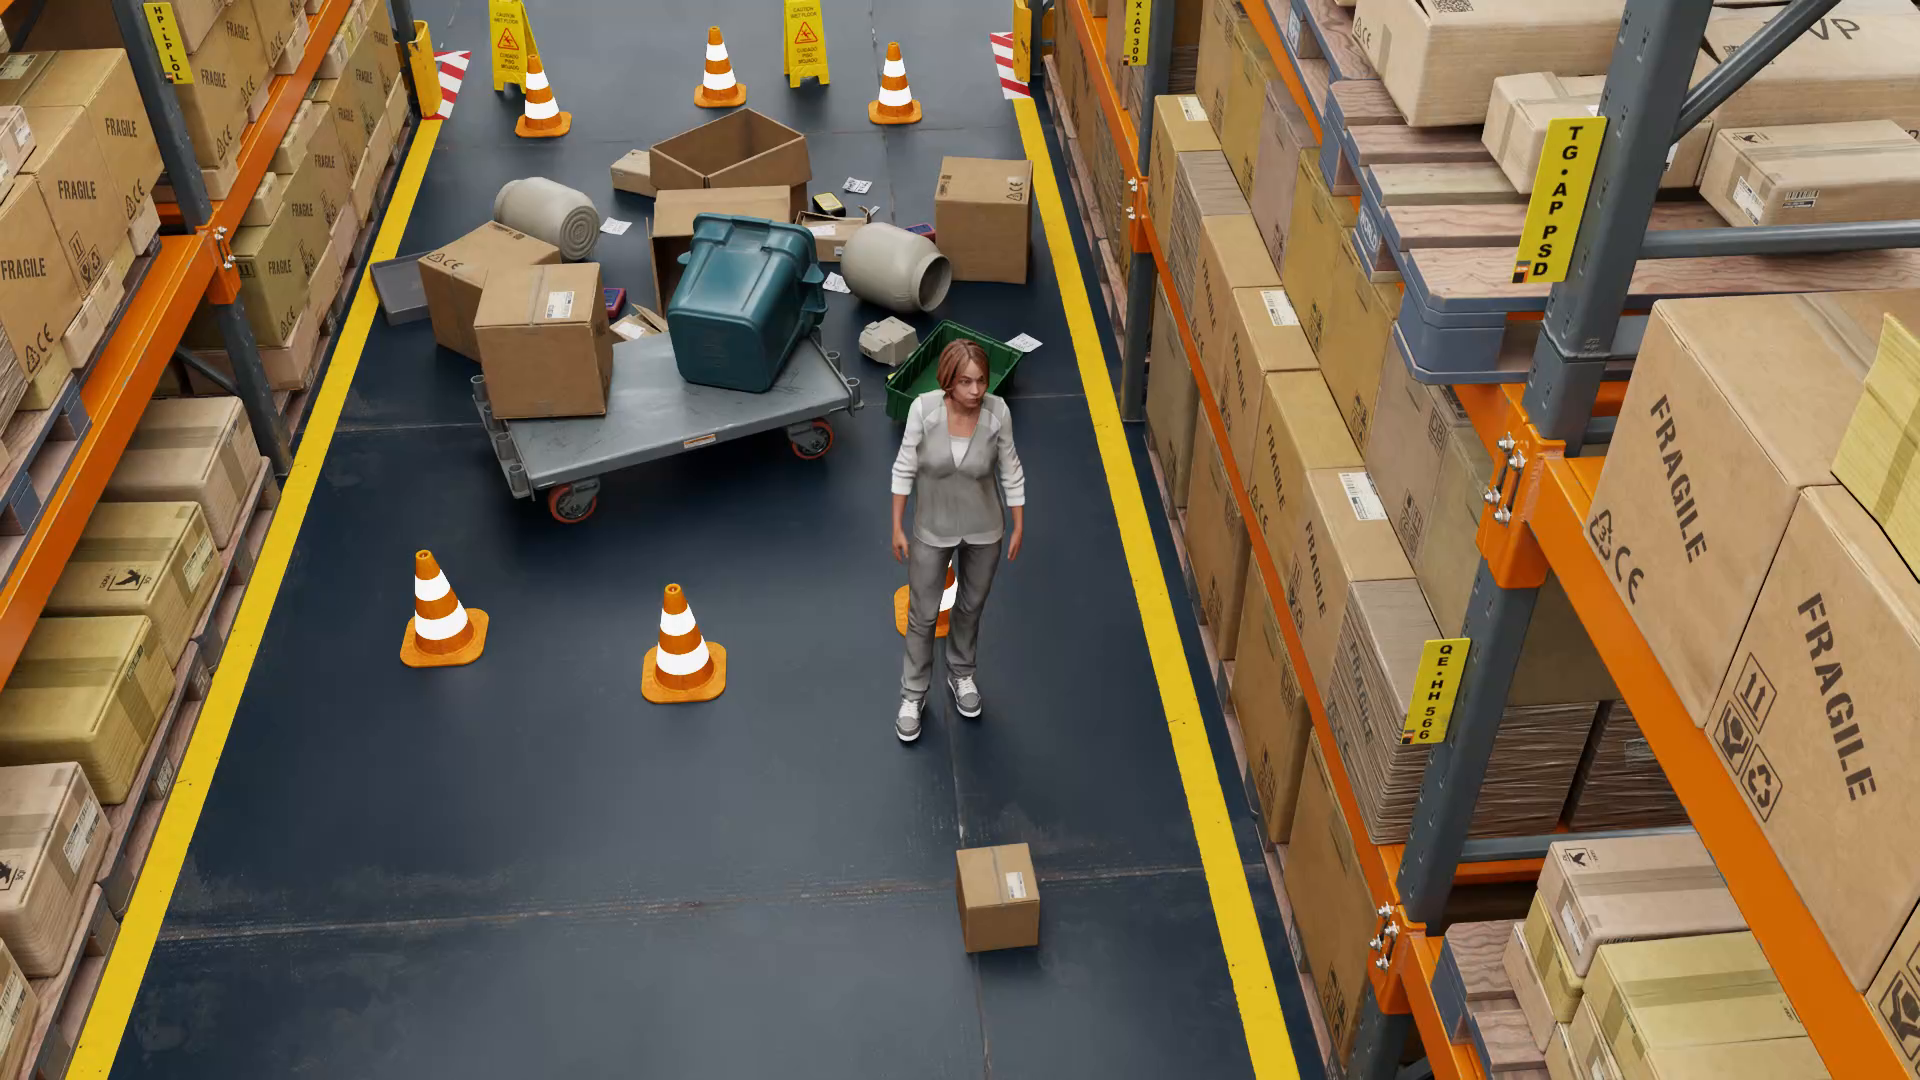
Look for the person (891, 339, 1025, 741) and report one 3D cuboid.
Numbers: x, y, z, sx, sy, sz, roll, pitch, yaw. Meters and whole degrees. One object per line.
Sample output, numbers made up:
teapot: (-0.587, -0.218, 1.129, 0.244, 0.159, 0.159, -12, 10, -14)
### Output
person: (-0.010, 0.015, 6.131, 0.520, 1.596, 0.475, -4, 40, -5)
